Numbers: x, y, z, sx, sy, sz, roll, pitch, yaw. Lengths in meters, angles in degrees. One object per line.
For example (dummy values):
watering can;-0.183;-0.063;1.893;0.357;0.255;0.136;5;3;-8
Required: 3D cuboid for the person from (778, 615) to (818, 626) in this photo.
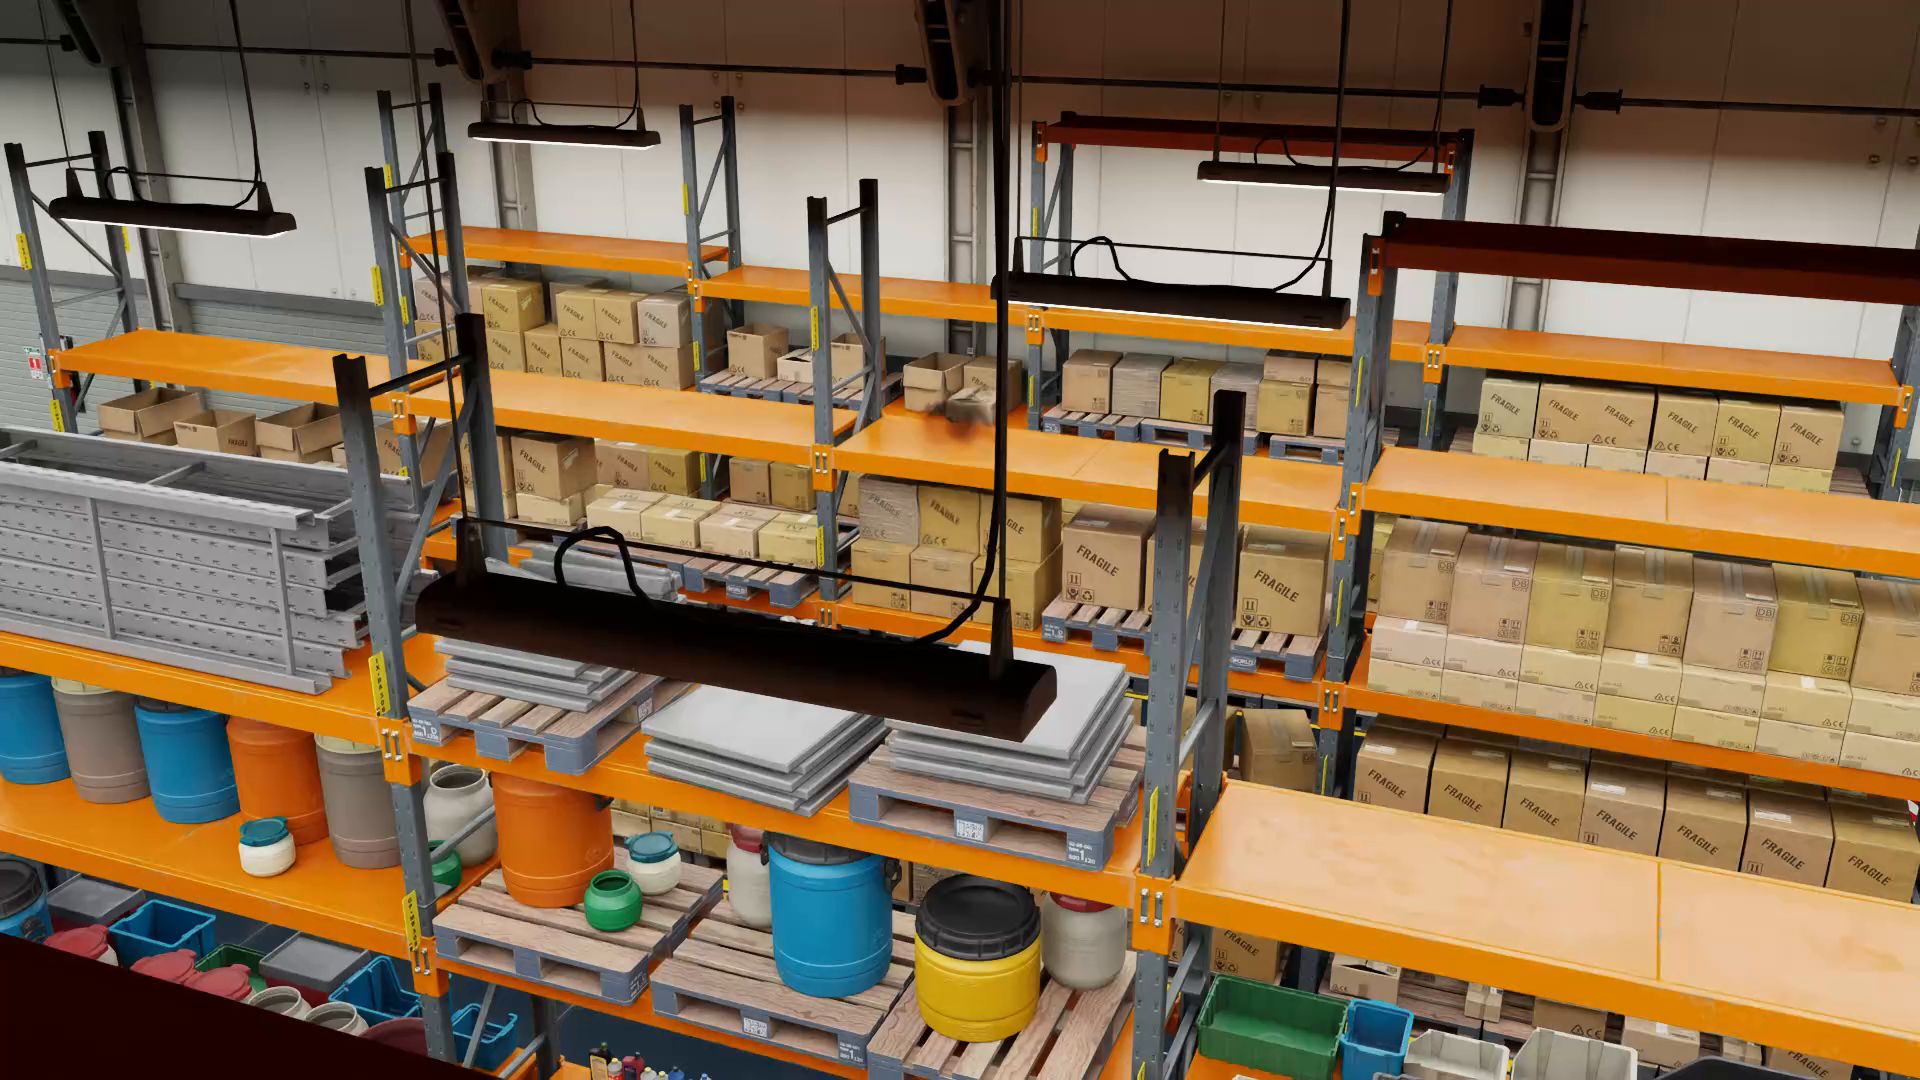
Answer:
person;-1.556;1.279;16.514;0.555;1.763;0.550;-13;25;-31
